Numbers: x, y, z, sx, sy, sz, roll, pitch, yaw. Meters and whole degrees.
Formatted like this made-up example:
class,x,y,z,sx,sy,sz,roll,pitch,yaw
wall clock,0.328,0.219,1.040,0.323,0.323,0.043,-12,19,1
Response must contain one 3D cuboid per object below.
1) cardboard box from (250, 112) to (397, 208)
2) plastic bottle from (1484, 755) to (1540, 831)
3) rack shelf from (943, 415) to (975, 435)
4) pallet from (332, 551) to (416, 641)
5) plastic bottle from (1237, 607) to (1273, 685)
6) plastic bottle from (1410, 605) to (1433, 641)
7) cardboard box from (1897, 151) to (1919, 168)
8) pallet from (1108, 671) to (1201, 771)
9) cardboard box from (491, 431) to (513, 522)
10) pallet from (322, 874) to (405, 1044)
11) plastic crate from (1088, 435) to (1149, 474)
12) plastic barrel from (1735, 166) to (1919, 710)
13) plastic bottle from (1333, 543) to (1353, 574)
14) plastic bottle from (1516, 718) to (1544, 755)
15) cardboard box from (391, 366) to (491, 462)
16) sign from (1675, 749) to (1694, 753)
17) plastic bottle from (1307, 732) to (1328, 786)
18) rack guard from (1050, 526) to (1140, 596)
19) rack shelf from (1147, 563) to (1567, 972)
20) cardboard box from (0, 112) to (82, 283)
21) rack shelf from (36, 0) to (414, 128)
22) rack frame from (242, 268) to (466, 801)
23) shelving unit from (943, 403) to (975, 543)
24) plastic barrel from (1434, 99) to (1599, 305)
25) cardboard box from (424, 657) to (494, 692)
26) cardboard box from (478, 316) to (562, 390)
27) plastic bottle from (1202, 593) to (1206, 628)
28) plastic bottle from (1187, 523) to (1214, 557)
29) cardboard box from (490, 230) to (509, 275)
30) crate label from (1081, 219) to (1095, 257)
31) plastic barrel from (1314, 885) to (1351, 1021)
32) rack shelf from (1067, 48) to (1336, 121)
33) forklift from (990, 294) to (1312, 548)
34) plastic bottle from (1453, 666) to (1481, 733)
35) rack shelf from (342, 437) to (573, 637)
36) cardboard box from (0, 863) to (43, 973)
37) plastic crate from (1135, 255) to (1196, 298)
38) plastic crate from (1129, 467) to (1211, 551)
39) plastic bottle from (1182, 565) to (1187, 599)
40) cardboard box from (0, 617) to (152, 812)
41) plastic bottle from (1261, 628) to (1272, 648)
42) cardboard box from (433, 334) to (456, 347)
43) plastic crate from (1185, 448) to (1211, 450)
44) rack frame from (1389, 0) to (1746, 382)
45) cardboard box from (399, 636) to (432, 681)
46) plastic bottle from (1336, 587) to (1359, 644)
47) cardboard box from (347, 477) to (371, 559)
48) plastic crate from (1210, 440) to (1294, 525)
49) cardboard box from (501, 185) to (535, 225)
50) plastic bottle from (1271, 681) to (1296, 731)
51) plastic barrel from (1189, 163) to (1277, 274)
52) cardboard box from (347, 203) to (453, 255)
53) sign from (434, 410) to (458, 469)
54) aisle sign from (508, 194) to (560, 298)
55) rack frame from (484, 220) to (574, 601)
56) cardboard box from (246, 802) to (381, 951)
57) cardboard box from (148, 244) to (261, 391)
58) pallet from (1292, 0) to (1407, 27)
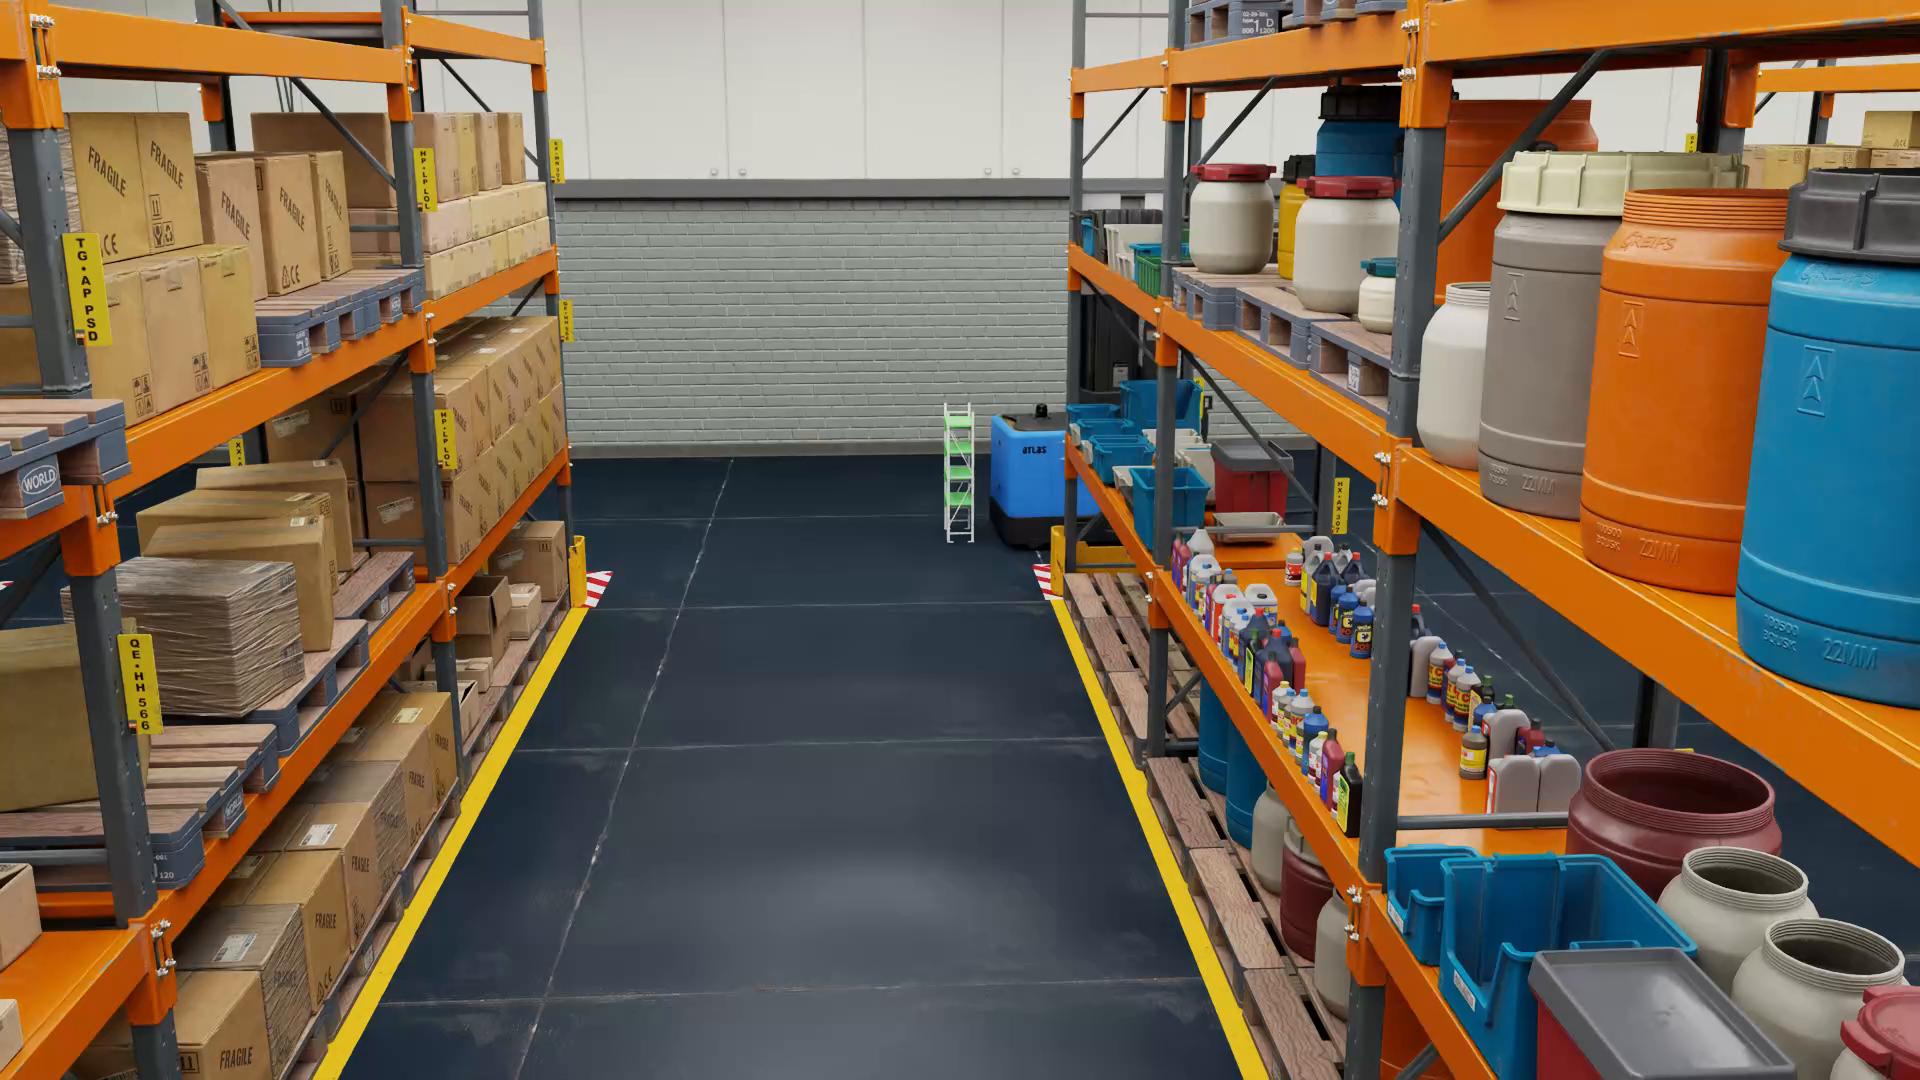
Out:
class,x,y,z,sx,sy,sz,roll,pitch,yaw
cardboard box,-3.412,-2.081,9.090,0.700,0.500,0.500,-1,14,-3
plastic bottle,1.992,0.894,6.005,0.152,0.276,0.135,-1,14,-3
rack shelf,-0.010,-1.025,15.157,0.258,0.148,0.480,-1,14,-3
pallet,-3.403,0.318,8.378,1.003,0.211,1.213,-1,14,-3
plastic bottle,1.338,0.470,7.501,0.144,0.351,0.185,-1,14,-3
plastic bottle,2.052,0.471,7.500,0.144,0.351,0.185,-1,14,-3
cardboard box,6.406,-2.208,10.546,0.700,0.500,0.500,0,14,-1
pallet,1.516,1.118,10.483,1.003,0.211,1.213,-1,14,-3
cardboard box,-3.167,-0.406,10.608,0.500,0.500,0.500,-1,14,-4
pallet,-3.177,1.881,7.515,1.003,0.211,1.213,-1,14,-3
plastic crate,1.121,-0.599,11.776,0.416,0.233,0.300,-1,14,-3
plastic barrel,1.767,-0.205,3.001,0.600,0.901,0.708,-1,14,-3
plastic bottle,1.984,0.197,8.564,0.144,0.351,0.185,-1,14,-3
plastic bottle,2.169,0.806,6.333,0.061,0.283,0.133,-1,14,-3
cardboard box,-3.125,-0.758,9.967,0.500,0.500,0.500,-1,14,-5
sign,2.397,0.855,5.580,0.100,0.325,0.005,-1,14,-3
plastic bottle,1.388,0.836,6.381,0.097,0.201,0.097,0,14,0
rack guard,1.338,0.159,13.627,1.175,0.500,0.348,-1,14,-3
rack shelf,1.724,0.795,7.584,1.077,0.370,4.000,-1,14,-3
cardboard box,-3.117,-1.074,5.178,0.500,0.500,0.500,-1,14,-3
rack shelf,-3.220,-1.841,6.592,1.077,0.370,4.000,-1,14,-3
rack frame,-3.344,0.025,9.134,1.000,3.000,0.127,-1,14,-3
shelving unit,-0.010,-0.622,15.260,0.258,1.200,0.503,-1,14,-3
plastic barrel,1.816,-1.061,5.630,0.600,0.830,0.708,-1,14,-3
cardboard box,-3.218,0.861,10.686,0.380,0.166,0.250,-1,14,-3
cardboard box,-3.290,-1.396,12.449,0.500,0.500,0.500,-1,14,-4
plastic bottle,1.263,0.335,8.326,0.097,0.201,0.097,0,14,0
plastic bottle,1.301,0.076,9.034,0.144,0.351,0.185,-1,14,-3
cardboard box,-3.218,-1.853,10.713,0.500,0.250,0.500,-1,14,-3
crate label,1.087,-2.192,12.027,0.408,0.251,0.502,-1,14,-3
plastic barrel,1.676,1.685,6.831,0.421,0.512,0.421,0,14,0
rack shelf,1.476,-2.911,10.752,1.077,0.370,4.000,-1,14,-3
forklift,1.843,-1.498,15.192,3.031,2.935,1.130,-2,15,-9
plastic bottle,2.113,0.659,6.927,0.097,0.271,0.097,0,14,0
rack shelf,-3.468,-0.124,11.156,1.077,0.370,4.000,-1,14,-3
cardboard box,-3.117,1.154,4.924,0.500,0.311,0.500,0,14,0
plastic crate,1.272,-1.501,9.471,0.450,0.188,0.662,-1,14,-3
plastic crate,1.231,-0.183,9.852,0.392,0.384,0.575,-1,14,-3
plastic bottle,1.231,0.205,8.832,0.097,0.201,0.097,0,14,0
cardboard box,-3.248,0.613,5.804,0.700,0.500,0.500,-6,16,-22
plastic bottle,1.367,0.542,7.357,0.061,0.283,0.133,-1,14,-3
cardboard box,-3.762,-1.134,11.429,0.500,0.500,0.500,-1,14,-3
plastic crate,1.735,-0.487,11.337,0.416,0.233,0.300,-1,14,-3
rack frame,1.848,-1.961,4.813,1.000,3.000,0.127,-1,14,-3
cardboard box,-3.709,0.790,10.672,0.500,0.311,0.500,-1,14,-3
plastic bottle,1.886,0.361,8.085,0.097,0.271,0.097,0,14,0
cardboard box,-3.631,-0.144,9.589,0.500,0.500,0.500,-1,14,-3
plastic crate,1.795,-0.337,10.290,0.402,0.464,0.583,-1,14,-3
cardboard box,-3.274,-2.344,11.618,0.500,0.250,0.500,-1,14,-3
plastic bottle,1.352,0.690,6.945,0.097,0.201,0.097,0,14,0
plastic barrel,1.382,-1.638,8.460,0.433,0.535,0.433,0,14,0
cardboard box,-3.126,-1.722,9.201,0.500,0.250,0.500,-1,14,-3
sign,-2.790,-0.545,9.026,0.100,0.325,0.005,-1,14,-3
aisle sign,-3.290,-2.251,12.760,0.394,0.787,0.004,-1,14,-3
rack frame,-3.592,-0.970,13.000,1.000,3.000,0.127,-1,14,-3
cardboard box,-2.941,1.515,7.476,0.500,0.500,0.500,-1,14,-5
cardboard box,-3.221,-0.846,6.296,0.910,0.500,0.500,-1,14,-3
pallet,1.834,-1.856,5.586,1.213,0.211,1.003,-1,14,-3
